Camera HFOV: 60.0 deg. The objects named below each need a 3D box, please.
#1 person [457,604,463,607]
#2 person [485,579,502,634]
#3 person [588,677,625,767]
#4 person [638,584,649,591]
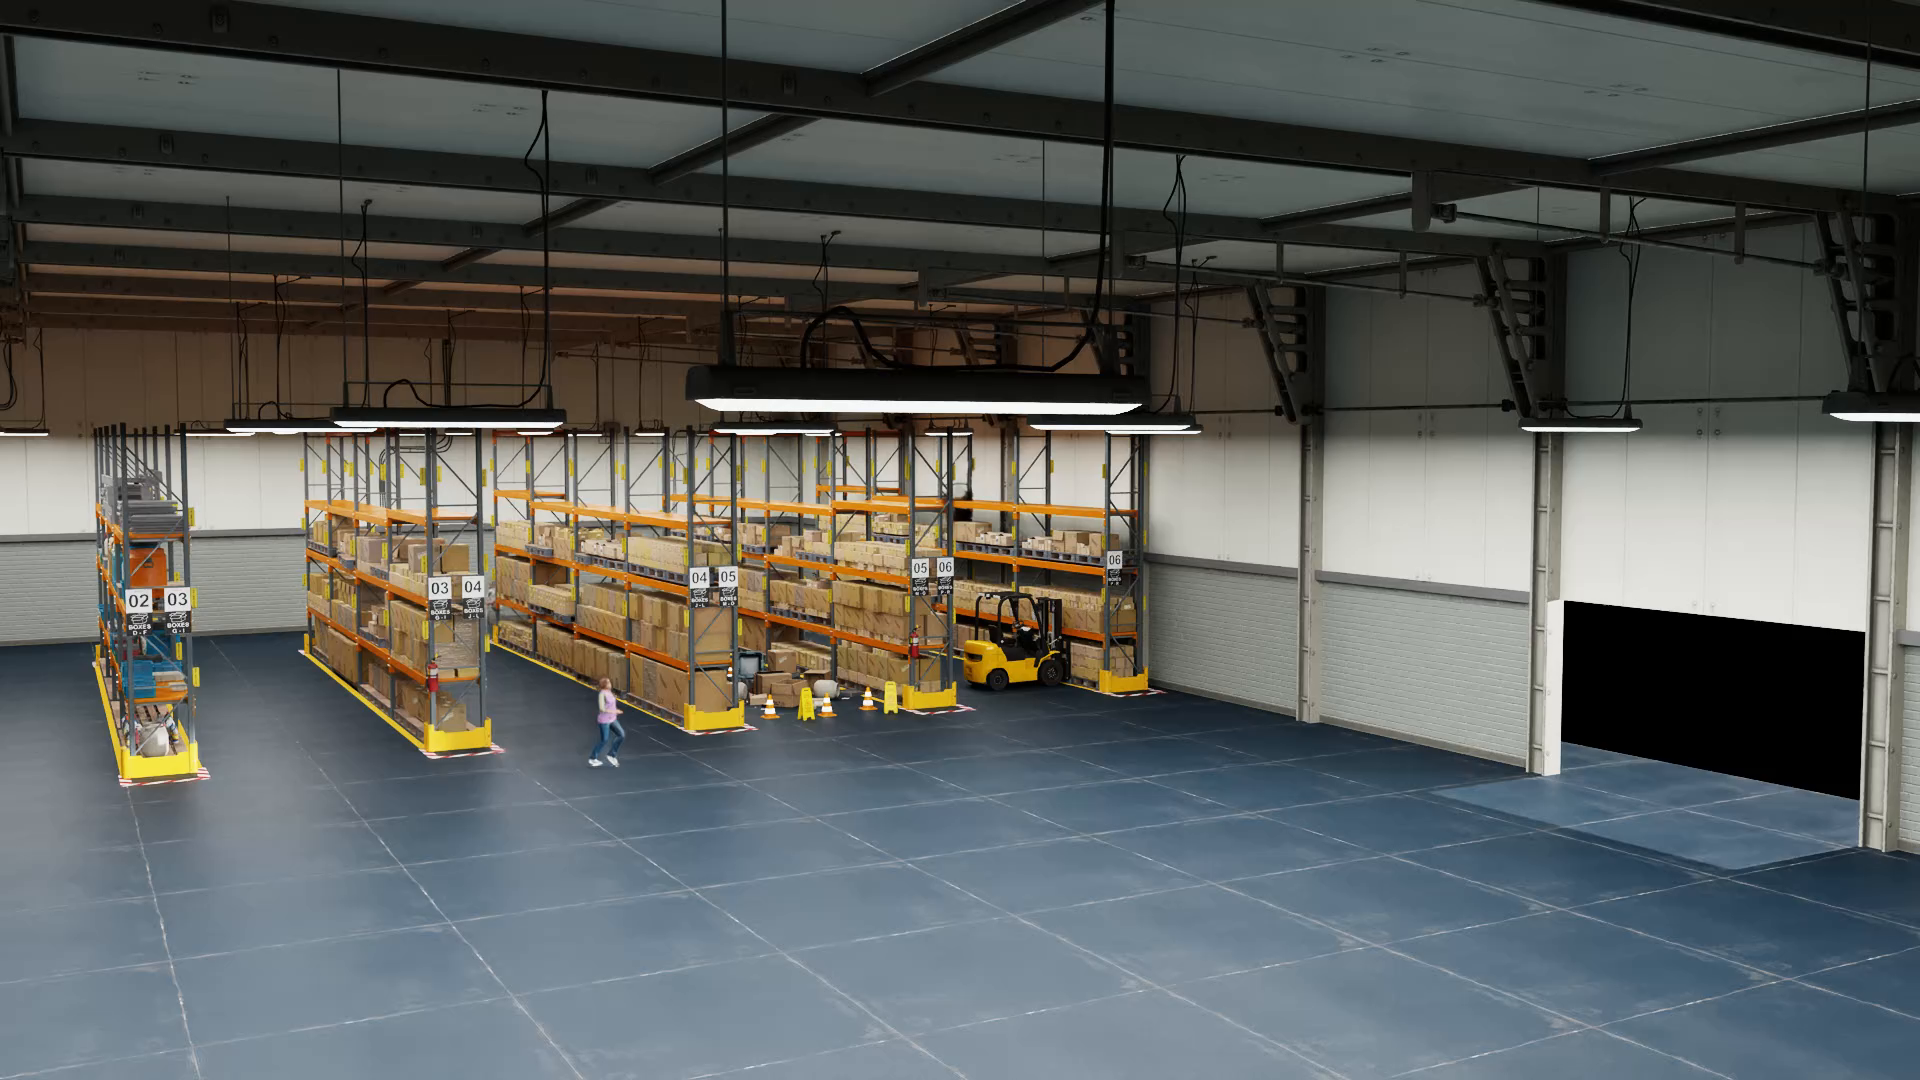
[{"bbox_3d":[-13.445,2.152,44.750,0.642,1.737,0.692,-2,4,-26],"label":"person"},{"bbox_3d":[-13.401,1.925,48.000,0.667,1.613,0.705,-2,4,-32],"label":"person"},{"bbox_3d":[-6.161,3.190,29.019,0.672,1.573,0.543,1,4,14],"label":"person"},{"bbox_3d":[-9.565,1.820,50.305,0.752,1.654,0.594,-2,4,-33],"label":"person"}]
